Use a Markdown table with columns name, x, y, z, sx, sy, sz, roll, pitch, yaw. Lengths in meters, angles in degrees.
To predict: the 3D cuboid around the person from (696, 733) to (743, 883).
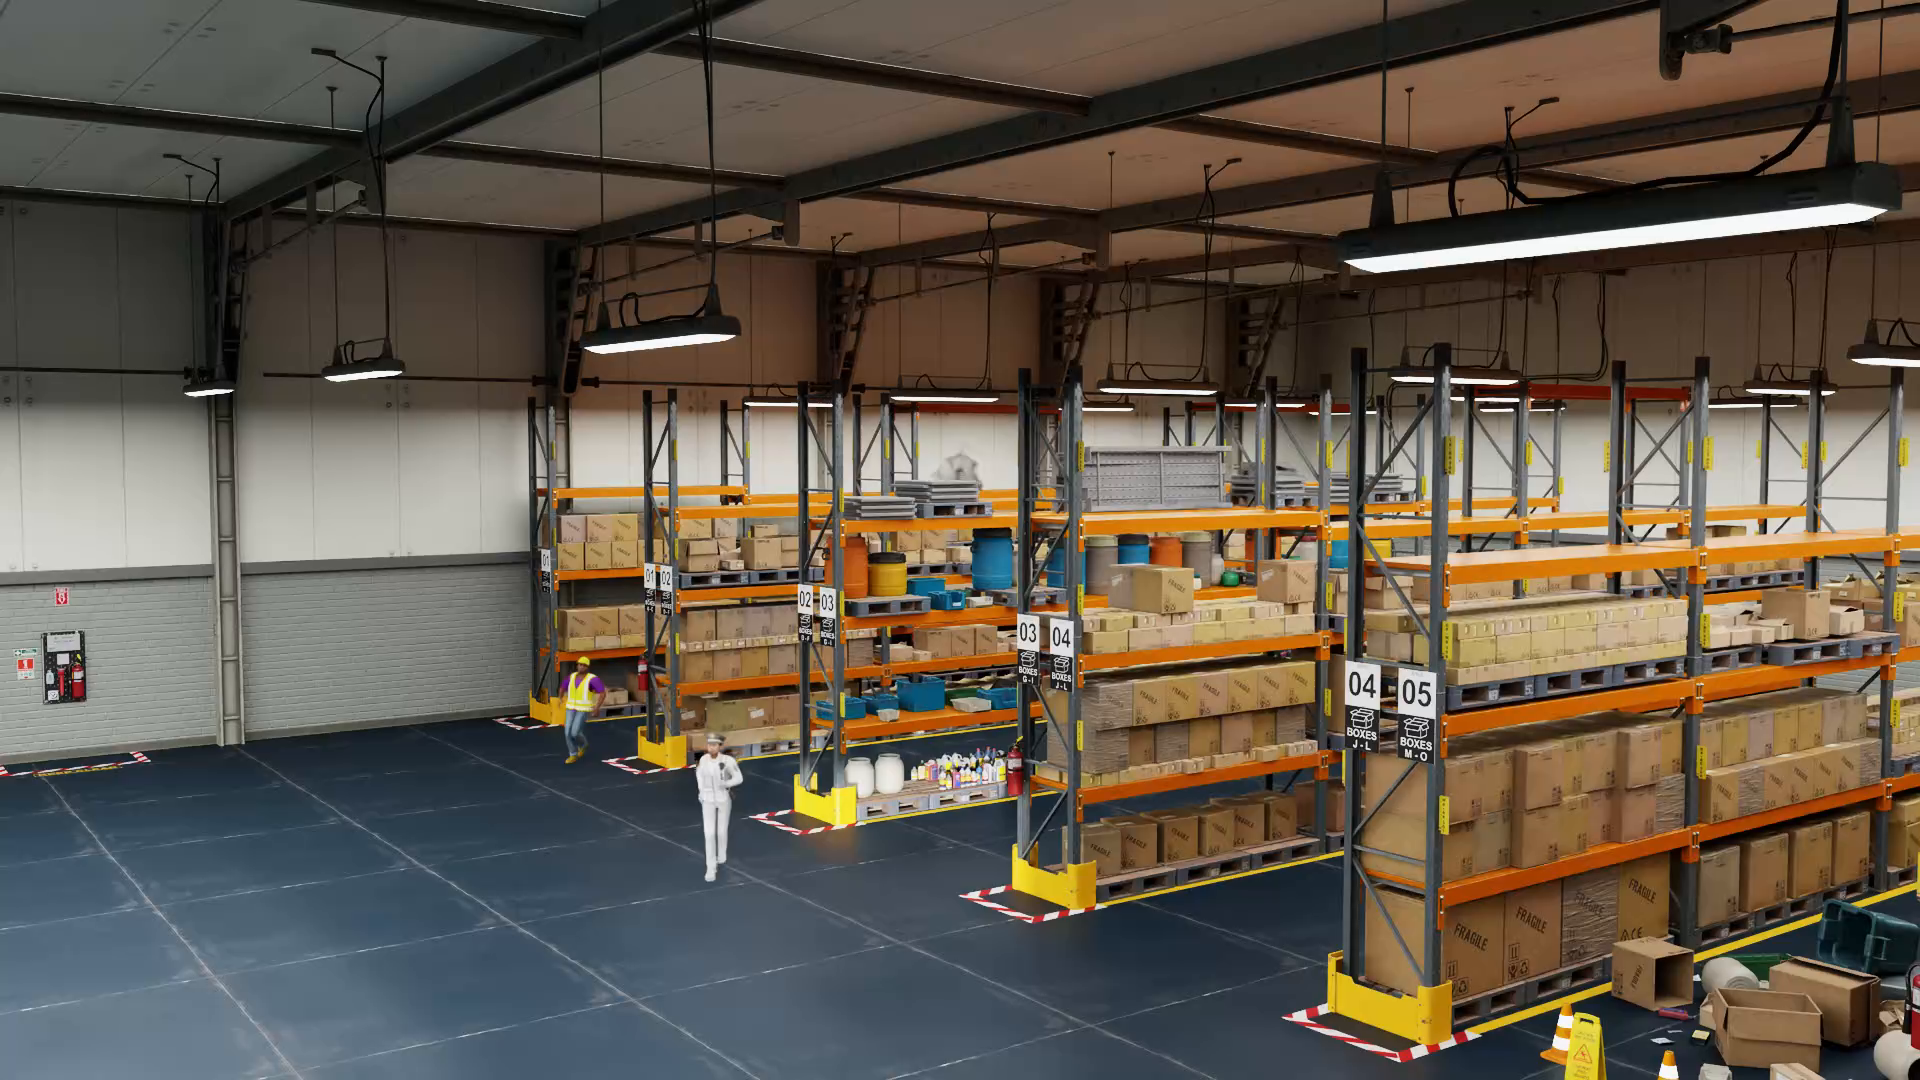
| name | x | y | z | sx | sy | sz | roll | pitch | yaw |
| --- | --- | --- | --- | --- | --- | --- | --- | --- | --- |
| person | -2.884 | 3.142 | 19.888 | 0.597 | 1.721 | 0.859 | 0 | 3 | 1 |

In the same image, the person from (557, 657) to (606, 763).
| name | x | y | z | sx | sy | sz | roll | pitch | yaw |
| --- | --- | --- | --- | --- | --- | --- | --- | --- | --- |
| person | -6.120 | 2.730 | 26.731 | 0.776 | 1.715 | 0.516 | 1 | 3 | 13 |
